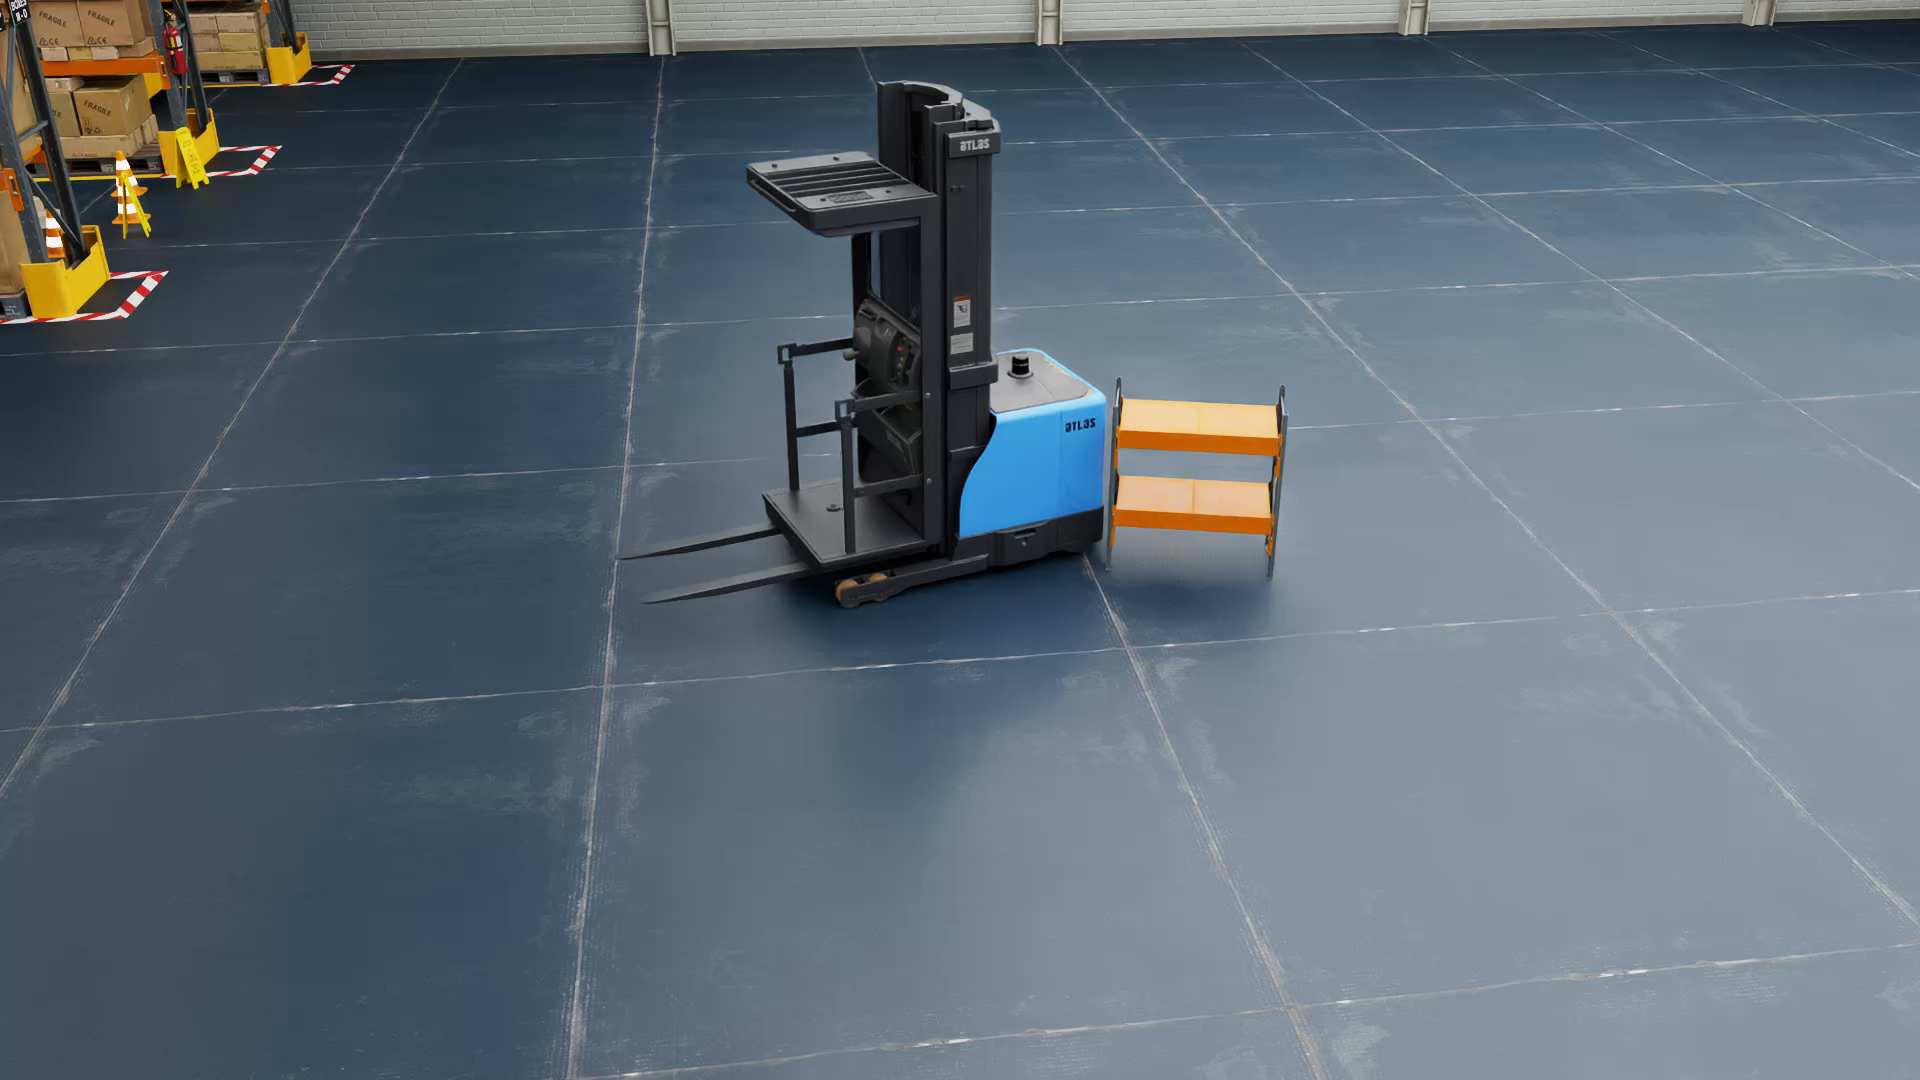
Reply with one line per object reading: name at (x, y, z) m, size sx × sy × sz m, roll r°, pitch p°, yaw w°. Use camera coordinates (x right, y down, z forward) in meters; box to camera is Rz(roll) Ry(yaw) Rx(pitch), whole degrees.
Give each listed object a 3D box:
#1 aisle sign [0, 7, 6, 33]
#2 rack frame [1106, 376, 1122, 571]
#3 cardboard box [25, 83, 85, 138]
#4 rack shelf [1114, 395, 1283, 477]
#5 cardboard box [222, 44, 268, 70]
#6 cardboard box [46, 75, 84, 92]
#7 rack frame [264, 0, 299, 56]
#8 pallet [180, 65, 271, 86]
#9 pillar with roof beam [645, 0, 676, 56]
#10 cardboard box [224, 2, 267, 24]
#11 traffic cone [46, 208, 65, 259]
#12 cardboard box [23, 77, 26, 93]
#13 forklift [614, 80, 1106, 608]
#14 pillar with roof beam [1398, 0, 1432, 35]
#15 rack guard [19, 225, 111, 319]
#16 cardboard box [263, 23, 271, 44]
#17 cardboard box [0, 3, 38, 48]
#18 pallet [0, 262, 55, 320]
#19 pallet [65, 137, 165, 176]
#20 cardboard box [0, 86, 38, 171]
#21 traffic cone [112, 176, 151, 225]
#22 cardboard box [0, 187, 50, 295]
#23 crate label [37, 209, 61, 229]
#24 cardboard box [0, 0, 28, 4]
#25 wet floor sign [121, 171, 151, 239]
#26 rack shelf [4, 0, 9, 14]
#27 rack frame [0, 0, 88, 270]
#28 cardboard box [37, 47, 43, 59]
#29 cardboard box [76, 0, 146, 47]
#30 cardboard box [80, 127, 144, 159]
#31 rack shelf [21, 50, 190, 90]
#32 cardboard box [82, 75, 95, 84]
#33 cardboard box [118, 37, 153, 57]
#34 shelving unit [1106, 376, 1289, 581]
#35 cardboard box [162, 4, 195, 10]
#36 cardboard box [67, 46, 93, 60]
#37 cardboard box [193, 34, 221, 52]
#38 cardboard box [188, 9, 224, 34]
aisle sign at (-8.078, -4.596, 13.775) m, size 0.004 × 0.787 × 0.394 m, roll -4°, pitch 27°, yaw -7°
rack frame at (0.974, -0.420, 10.539) m, size 0.032 × 1.125 × 0.500 m, roll 3°, pitch 27°, yaw 7°
cardboard box at (-10.253, -4.895, 18.937) m, size 0.500 × 0.500 × 0.500 m, roll -3°, pitch 27°, yaw -5°
rack shelf at (1.478, -0.650, 10.346) m, size 1.000 × 0.278 × 0.538 m, roll 3°, pitch 27°, yaw 7°
cardboard box at (-10.096, -6.836, 23.541) m, size 0.500 × 0.250 × 0.500 m, roll -3°, pitch 27°, yaw -7°
cardboard box at (-10.091, -5.165, 18.752) m, size 0.250 × 0.149 × 0.380 m, roll -3°, pitch 27°, yaw -6°
rack frame at (-9.675, -8.045, 23.346) m, size 0.127 × 3.000 × 1.000 m, roll -4°, pitch 27°, yaw -7°
pallet at (-10.427, -6.737, 23.851) m, size 1.213 × 0.211 × 1.003 m, roll -4°, pitch 27°, yaw -7°
pillar with roof beam at (-3.949, -9.513, 19.635) m, size 0.400 × 9.000 × 9.100 m, roll -4°, pitch 27°, yaw -7°
cardboard box at (-10.177, -7.508, 23.757) m, size 0.500 × 0.250 × 0.500 m, roll -4°, pitch 27°, yaw -8°
traffic cone at (-8.914, -3.050, 16.389) m, size 0.334 × 0.463 × 0.336 m, roll -4°, pitch 27°, yaw -7°
cardboard box at (-10.602, -5.134, 18.692) m, size 0.250 × 0.149 × 0.380 m, roll -3°, pitch 27°, yaw -5°
forklift at (-0.629, -1.165, 10.012) m, size 3.031 × 2.935 × 1.130 m, roll -12°, pitch 30°, yaw -22°
pillar with roof beam at (7.934, -10.276, 21.122) m, size 0.400 × 9.000 × 9.100 m, roll -4°, pitch 27°, yaw -7°
rack guard at (-8.166, -2.459, 15.198) m, size 0.348 × 0.500 × 1.175 m, roll -4°, pitch 27°, yaw -7°
cardboard box at (-10.170, -7.295, 23.888) m, size 0.500 × 0.250 × 0.500 m, roll -3°, pitch 27°, yaw -6°
cardboard box at (-10.471, -5.759, 18.455) m, size 0.500 × 0.500 × 0.500 m, roll -4°, pitch 27°, yaw -7°
pallet at (-8.971, -2.243, 15.093) m, size 1.213 × 0.211 × 1.003 m, roll -4°, pitch 27°, yaw -7°
pallet at (-9.865, -4.520, 19.531) m, size 1.213 × 0.211 × 1.003 m, roll -4°, pitch 27°, yaw -7°
cardboard box at (-8.551, -3.593, 14.504) m, size 0.550 × 0.550 × 0.875 m, roll -4°, pitch 27°, yaw -7°
traffic cone at (-8.735, -3.582, 17.427) m, size 0.334 × 0.463 × 0.336 m, roll -4°, pitch 27°, yaw -7°
cardboard box at (-8.852, -2.739, 14.871) m, size 0.875 × 0.875 × 0.875 m, roll -4°, pitch 27°, yaw -7°
crate label at (-9.504, -3.359, 17.349) m, size 0.298 × 0.136 × 0.250 m, roll -20°, pitch 33°, yaw -33°
cardboard box at (-10.448, -6.184, 18.188) m, size 0.500 × 0.500 × 0.700 m, roll -4°, pitch 27°, yaw -8°
wet floor sign at (-8.437, -3.419, 16.910) m, size 0.232 × 0.644 × 0.267 m, roll -8°, pitch 28°, yaw -16°
rack shelf at (-10.171, -4.457, 13.856) m, size 4.000 × 0.370 × 1.077 m, roll -4°, pitch 27°, yaw -7°
rack frame at (-8.190, -3.570, 14.624) m, size 0.127 × 3.000 × 1.000 m, roll -4°, pitch 27°, yaw -7°
cardboard box at (-10.337, -5.513, 18.687) m, size 0.250 × 0.149 × 0.380 m, roll -3°, pitch 27°, yaw -6°
cardboard box at (-9.479, -5.819, 18.572) m, size 0.500 × 0.500 × 0.500 m, roll -4°, pitch 27°, yaw -8°
cardboard box at (-9.767, -4.590, 19.165) m, size 0.500 × 0.250 × 0.500 m, roll -4°, pitch 27°, yaw -7°
rack shelf at (-10.960, -5.354, 18.889) m, size 4.000 × 0.370 × 1.077 m, roll -4°, pitch 27°, yaw -7°
cardboard box at (-10.358, -5.135, 19.405) m, size 0.500 × 0.500 × 0.500 m, roll -5°, pitch 28°, yaw -9°
cardboard box at (-9.320, -5.569, 18.796) m, size 0.250 × 0.149 × 0.380 m, roll -3°, pitch 27°, yaw -5°
shelving unit at (1.478, -0.390, 10.480) m, size 1.048 × 1.125 × 0.538 m, roll 3°, pitch 27°, yaw 7°
cardboard box at (-11.168, -7.448, 23.639) m, size 0.500 × 0.250 × 0.500 m, roll -4°, pitch 27°, yaw -7°
cardboard box at (-9.813, -5.496, 18.654) m, size 0.250 × 0.149 × 0.380 m, roll -4°, pitch 27°, yaw -8°
cardboard box at (-10.612, -7.032, 23.375) m, size 0.500 × 0.250 × 0.500 m, roll -4°, pitch 27°, yaw -8°
cardboard box at (-10.592, -7.248, 23.249) m, size 0.500 × 0.250 × 0.500 m, roll -3°, pitch 27°, yaw -6°
